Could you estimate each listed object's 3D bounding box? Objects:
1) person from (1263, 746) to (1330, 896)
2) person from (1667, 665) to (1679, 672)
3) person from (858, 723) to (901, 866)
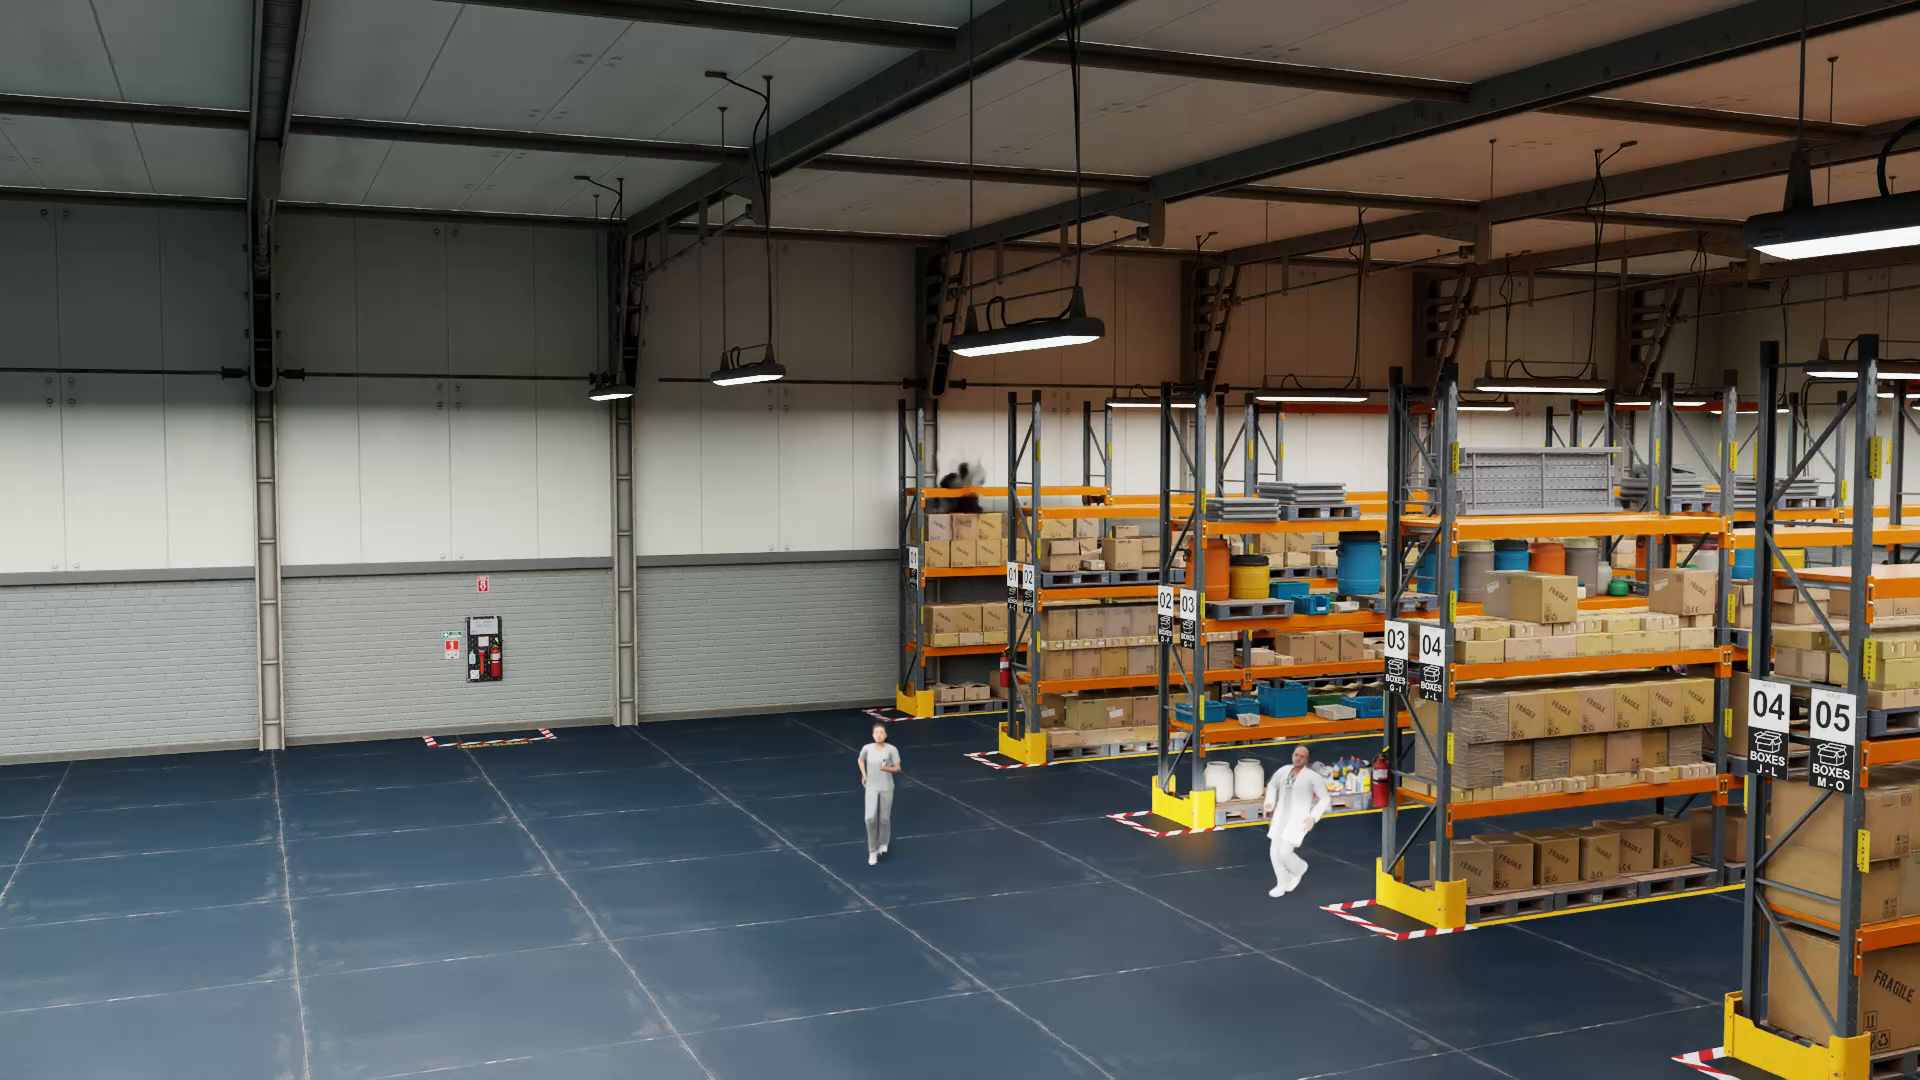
[{"bbox_3d":[3.796,3.201,18.903,0.783,1.729,0.569,3,5,44],"label":"person"},{"bbox_3d":[12.637,2.547,30.051,0.559,1.732,0.695,-2,4,-33],"label":"person"},{"bbox_3d":[-0.998,3.121,20.572,0.546,1.723,0.712,0,3,1],"label":"person"}]
